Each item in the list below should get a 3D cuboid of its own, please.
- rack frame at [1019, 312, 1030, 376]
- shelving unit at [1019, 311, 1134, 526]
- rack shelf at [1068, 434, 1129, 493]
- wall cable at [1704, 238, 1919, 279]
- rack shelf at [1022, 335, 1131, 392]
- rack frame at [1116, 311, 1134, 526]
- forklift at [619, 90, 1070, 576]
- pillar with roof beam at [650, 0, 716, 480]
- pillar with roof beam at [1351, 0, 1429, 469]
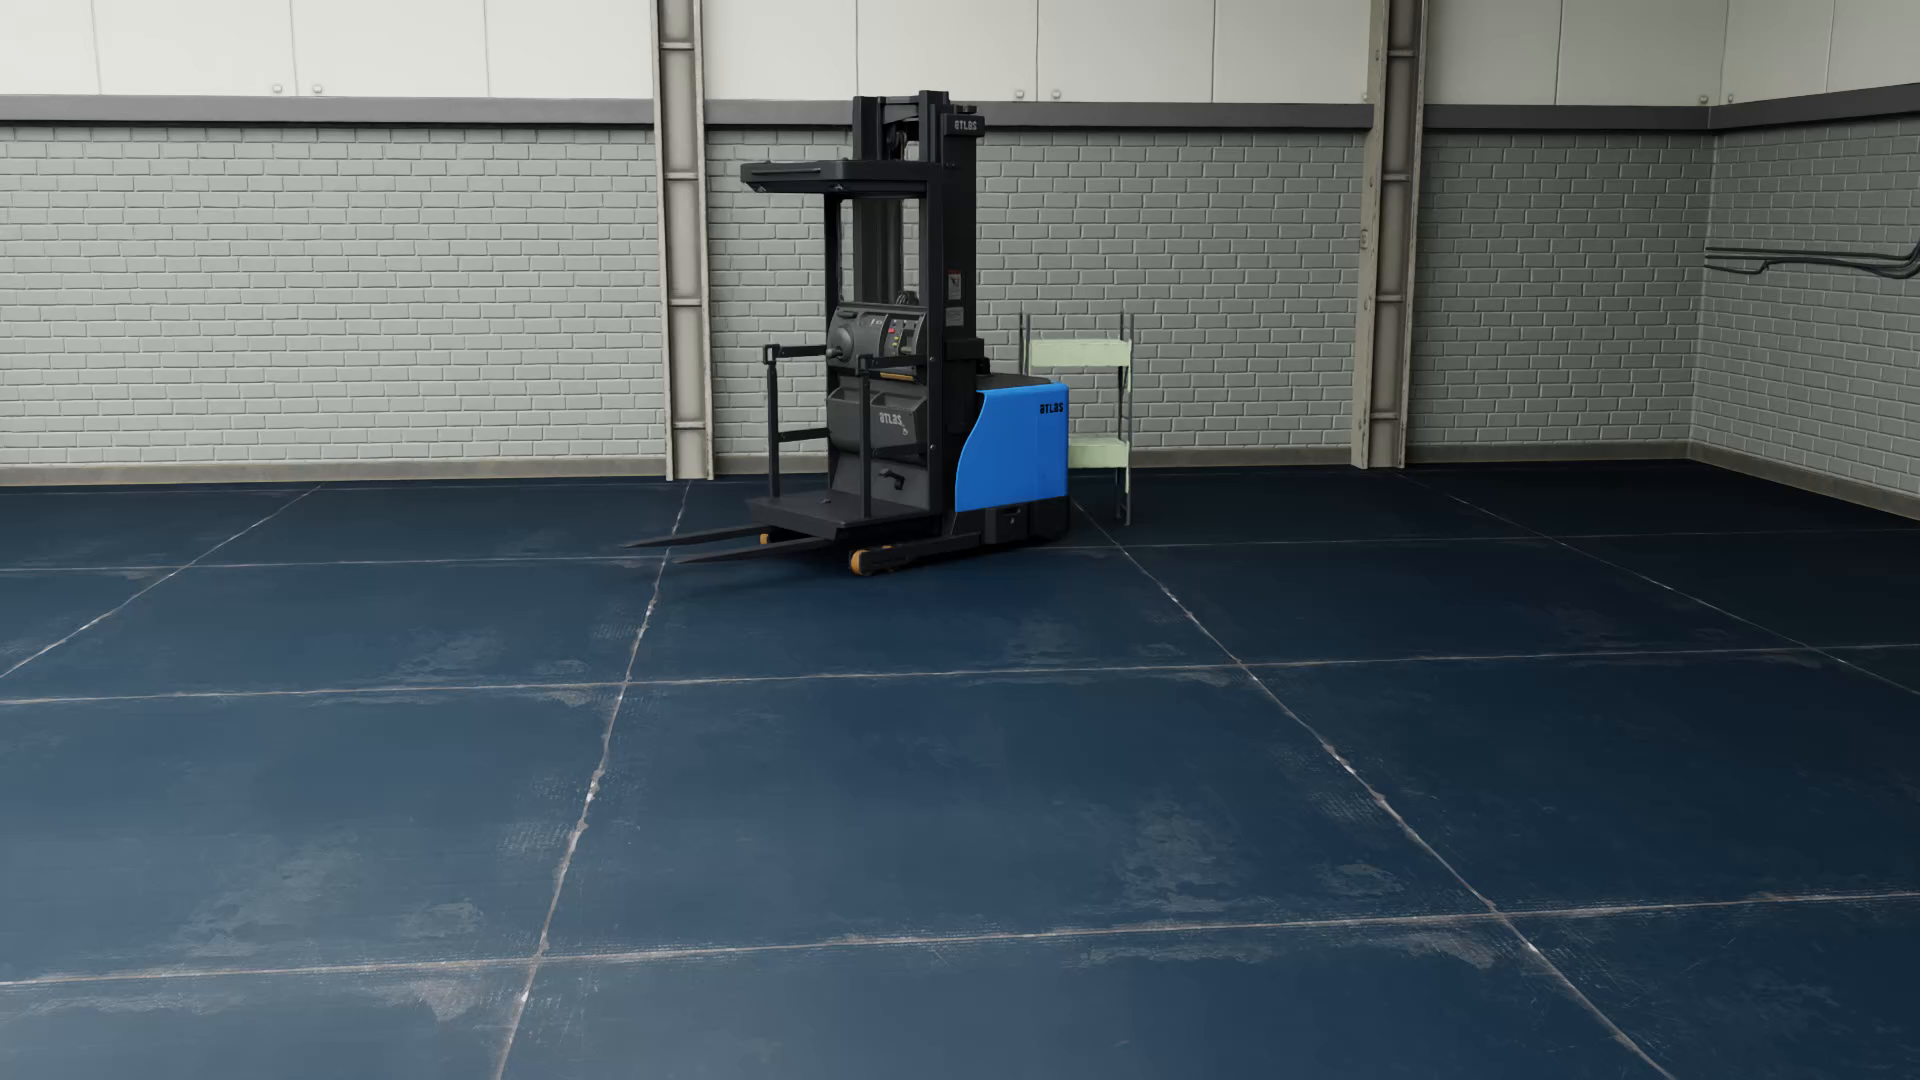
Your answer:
[{"bbox_3d":[0.455,-0.862,11.867,0.023,1.500,0.400,-1,11,-6],"label":"rack frame"},{"bbox_3d":[0.819,-0.870,11.903,0.755,1.500,0.431,-1,11,-6],"label":"shelving unit"},{"bbox_3d":[0.819,-0.550,11.966,0.720,0.370,0.431,-1,11,-6],"label":"rack shelf"},{"bbox_3d":[6.762,-3.356,13.162,0.112,2.526,3.097,-1,11,-6],"label":"wall cable"},{"bbox_3d":[0.819,-1.252,11.828,0.720,0.370,0.431,-1,11,-6],"label":"rack shelf"},{"bbox_3d":[1.184,-0.877,11.939,0.023,1.500,0.400,-1,11,-6],"label":"rack frame"},{"bbox_3d":[-0.697,-1.329,10.531,3.031,2.935,1.130,-9,15,-40],"label":"forklift"},{"bbox_3d":[-1.810,-4.122,9.005,0.400,9.000,9.100,-1,11,-6],"label":"pillar with roof beam"},{"bbox_3d":[4.155,-4.247,9.641,0.400,9.000,9.100,-1,11,-6],"label":"pillar with roof beam"}]
